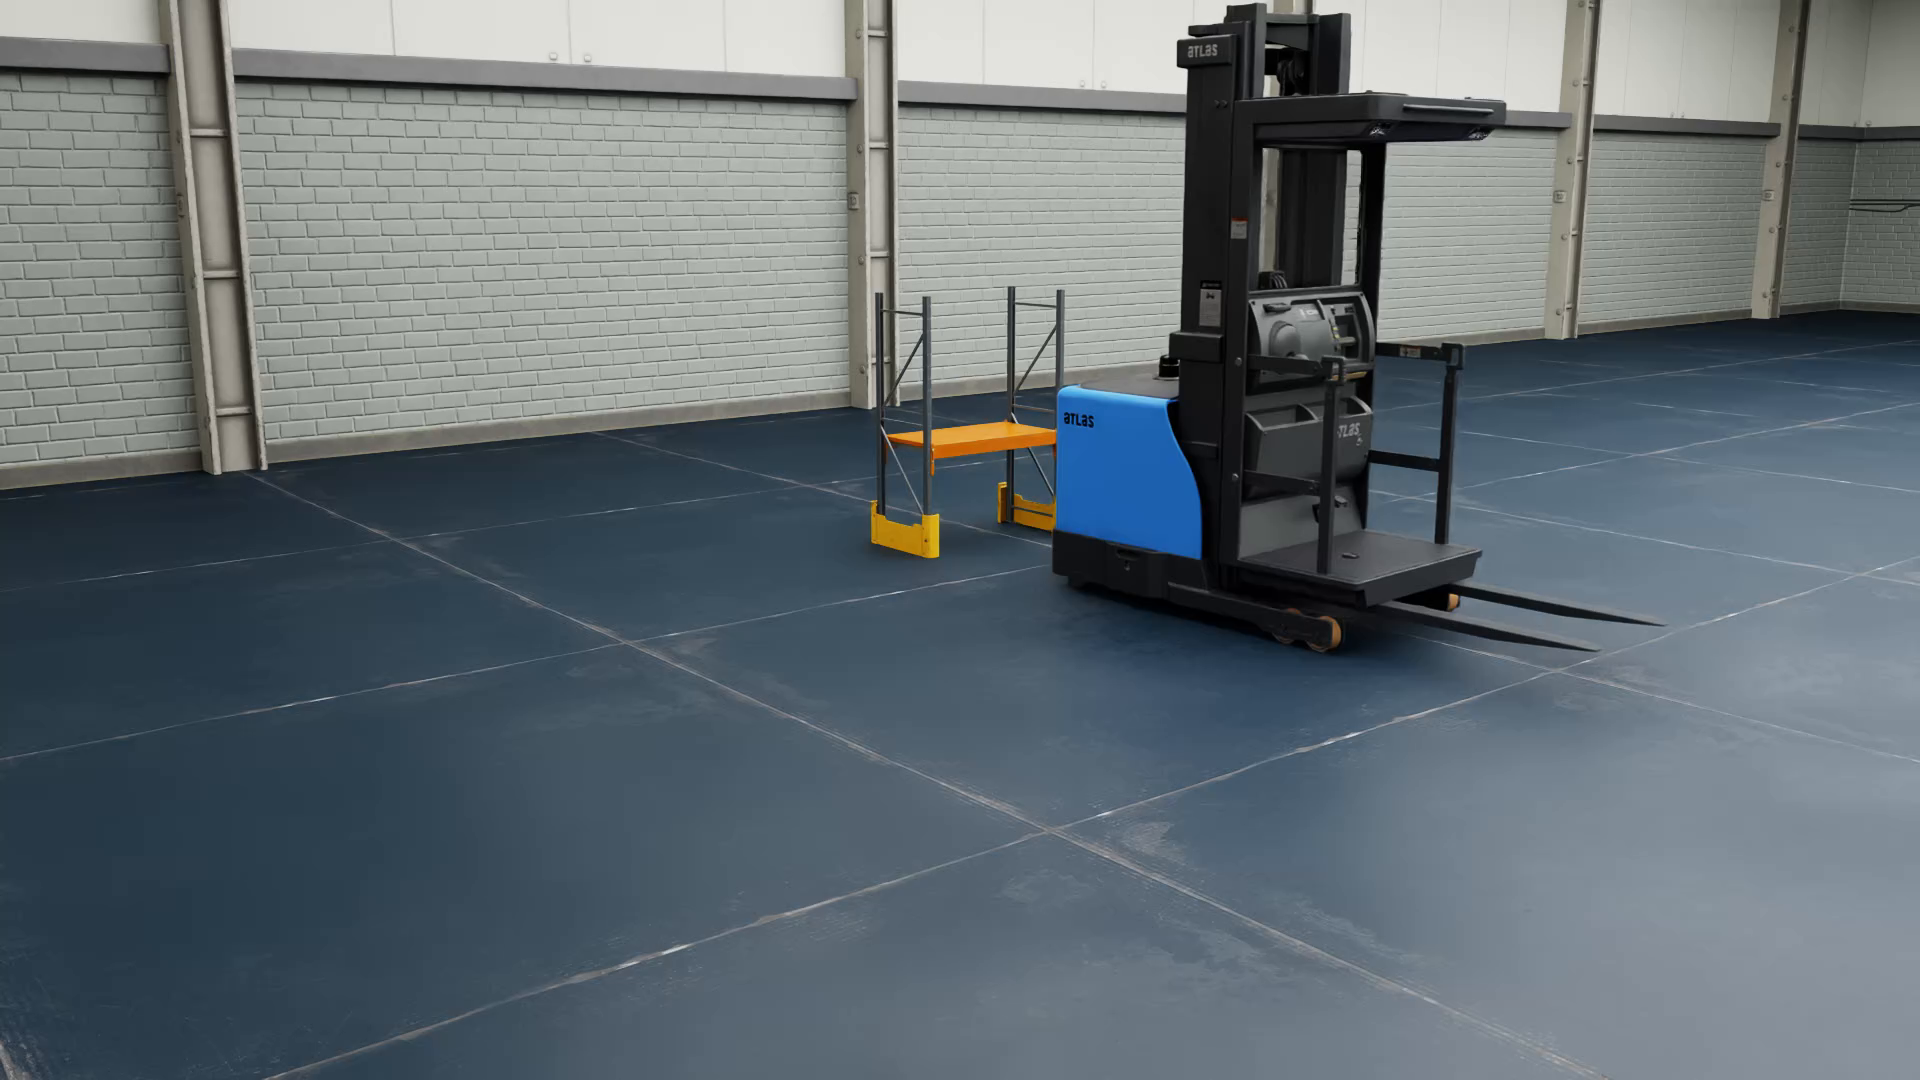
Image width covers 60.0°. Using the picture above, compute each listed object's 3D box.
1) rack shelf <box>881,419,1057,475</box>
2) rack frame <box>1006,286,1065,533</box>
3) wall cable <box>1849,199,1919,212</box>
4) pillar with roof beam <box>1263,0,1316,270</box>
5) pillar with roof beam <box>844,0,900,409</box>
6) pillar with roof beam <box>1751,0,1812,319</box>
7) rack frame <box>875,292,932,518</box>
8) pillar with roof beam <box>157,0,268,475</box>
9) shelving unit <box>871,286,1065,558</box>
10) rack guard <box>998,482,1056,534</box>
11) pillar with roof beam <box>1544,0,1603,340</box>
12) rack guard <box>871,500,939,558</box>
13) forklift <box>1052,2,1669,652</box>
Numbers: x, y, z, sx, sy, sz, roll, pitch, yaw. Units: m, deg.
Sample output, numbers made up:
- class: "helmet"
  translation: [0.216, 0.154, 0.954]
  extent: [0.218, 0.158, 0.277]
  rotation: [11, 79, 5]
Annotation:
- class: "rack shelf"
  translation: [0.067, -0.569, 10.062]
  extent: [1.000, 0.185, 0.538]
  rotation: [-9, 15, -38]
- class: "rack frame"
  translation: [0.464, -0.811, 10.336]
  extent: [0.032, 1.500, 0.500]
  rotation: [-9, 15, -38]
- class: "wall cable"
  translation: [16.347, -6.703, 27.509]
  extent: [0.112, 2.526, 3.097]
  rotation: [-9, 15, -38]
- class: "pillar with roof beam"
  translation: [6.540, -5.799, 15.775]
  extent: [0.400, 9.000, 9.100]
  rotation: [-9, 15, -38]
- class: "pillar with roof beam"
  translation: [1.855, -5.021, 12.108]
  extent: [0.400, 9.000, 9.100]
  rotation: [-9, 15, -38]
- class: "pillar with roof beam"
  translation: [15.910, -7.356, 23.108]
  extent: [0.400, 9.000, 9.100]
  rotation: [-9, 15, -38]
- class: "rack frame"
  translation: [-0.330, -0.679, 9.714]
  extent: [0.032, 1.500, 0.500]
  rotation: [-9, 15, -38]
- class: "pillar with roof beam"
  translation: [-2.830, -4.242, 8.442]
  extent: [0.400, 9.000, 9.100]
  rotation: [-9, 15, -38]
- class: "shelving unit"
  translation: [0.060, -0.744, 10.020]
  extent: [1.083, 1.500, 0.587]
  rotation: [-9, 15, -38]
- class: "rack guard"
  translation: [0.448, -0.197, 10.454]
  extent: [0.087, 0.250, 0.587]
  rotation: [-9, 15, -38]
- class: "pillar with roof beam"
  translation: [11.225, -6.578, 19.441]
  extent: [0.400, 9.000, 9.100]
  rotation: [-9, 15, -38]
- class: "rack guard"
  translation: [-0.329, -0.068, 9.845]
  extent: [0.087, 0.250, 0.587]
  rotation: [-9, 15, -38]
- class: "forklift"
  translation: [1.862, -1.036, 7.949]
  extent: [1.130, 2.935, 3.031]
  rotation: [-11, 16, -41]
